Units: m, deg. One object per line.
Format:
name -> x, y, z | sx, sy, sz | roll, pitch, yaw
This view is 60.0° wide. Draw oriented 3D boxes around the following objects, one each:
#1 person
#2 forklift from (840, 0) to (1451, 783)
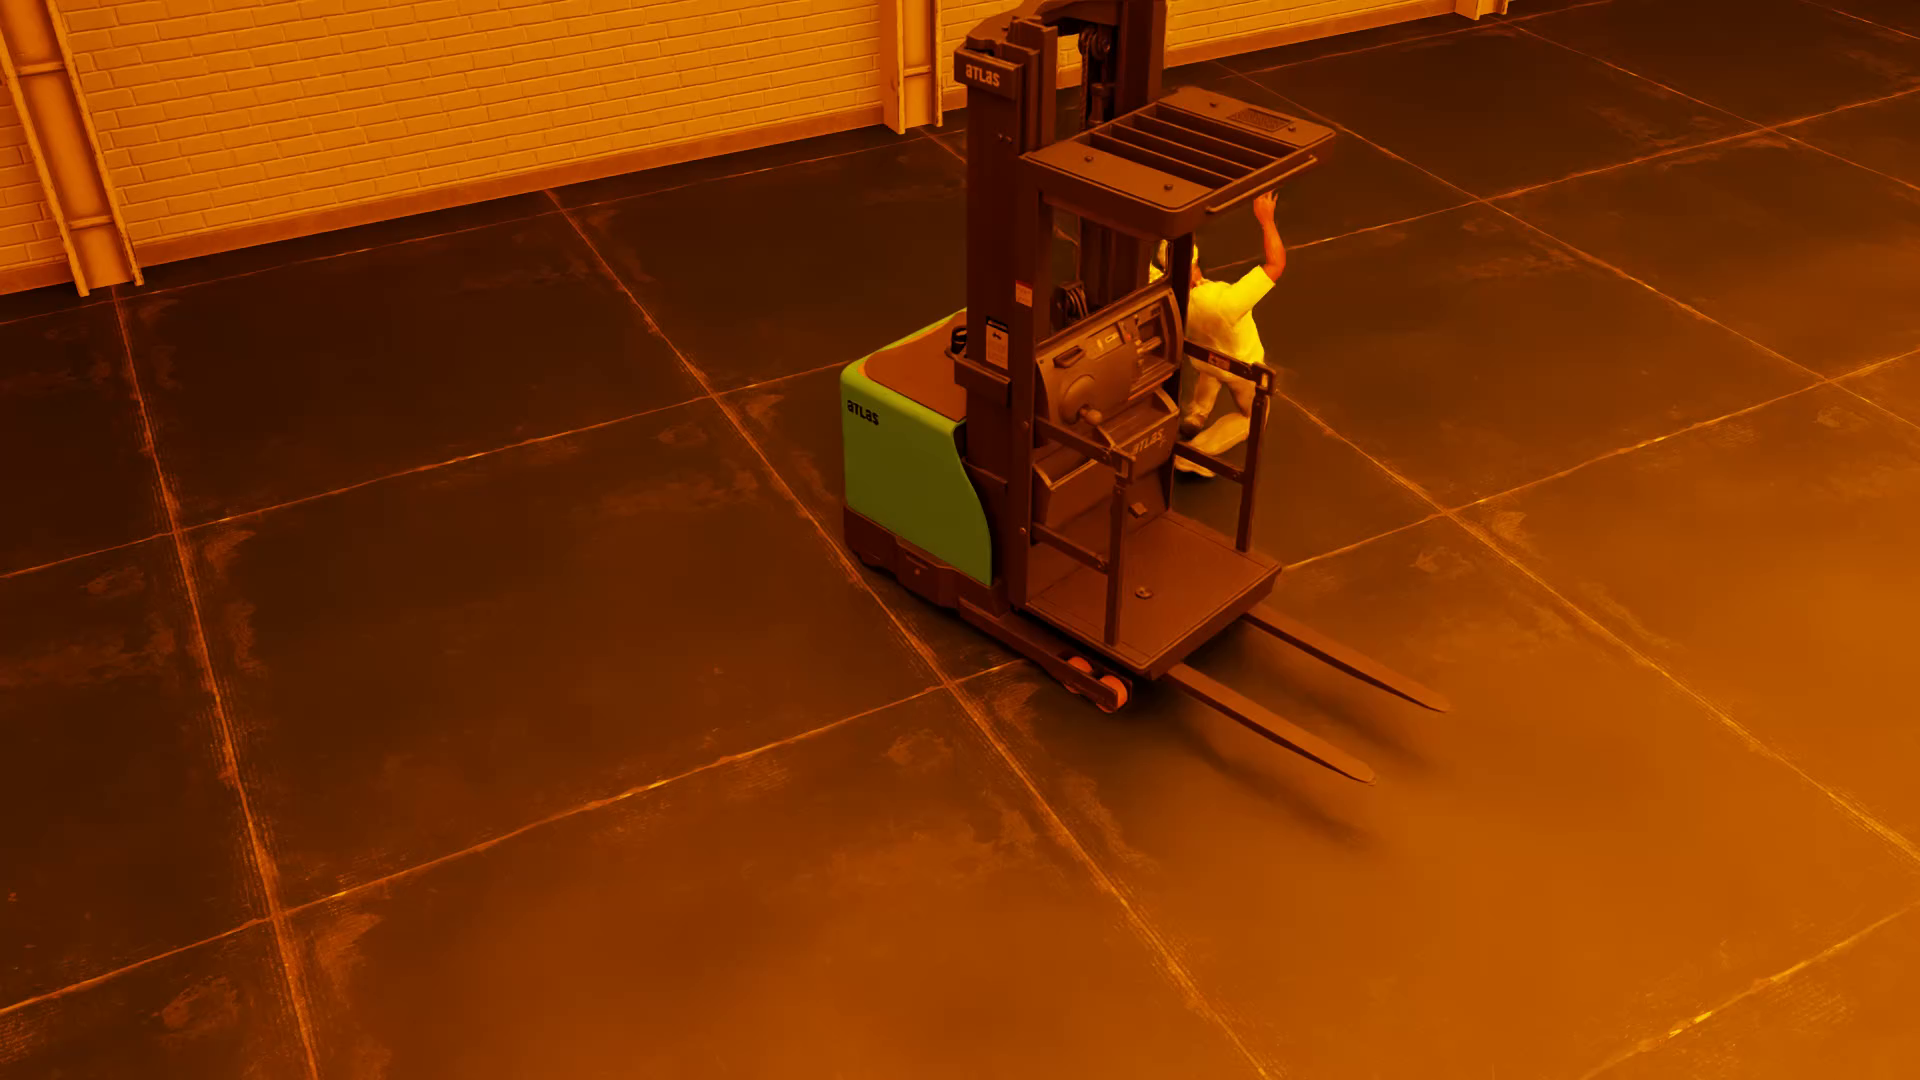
person -> 1.237, -1.179, 8.927 | 0.838, 1.666, 1.129 | -26, 43, -32
forklift -> 0.820, -0.756, 7.192 | 3.031, 2.935, 1.130 | 29, 44, 34
